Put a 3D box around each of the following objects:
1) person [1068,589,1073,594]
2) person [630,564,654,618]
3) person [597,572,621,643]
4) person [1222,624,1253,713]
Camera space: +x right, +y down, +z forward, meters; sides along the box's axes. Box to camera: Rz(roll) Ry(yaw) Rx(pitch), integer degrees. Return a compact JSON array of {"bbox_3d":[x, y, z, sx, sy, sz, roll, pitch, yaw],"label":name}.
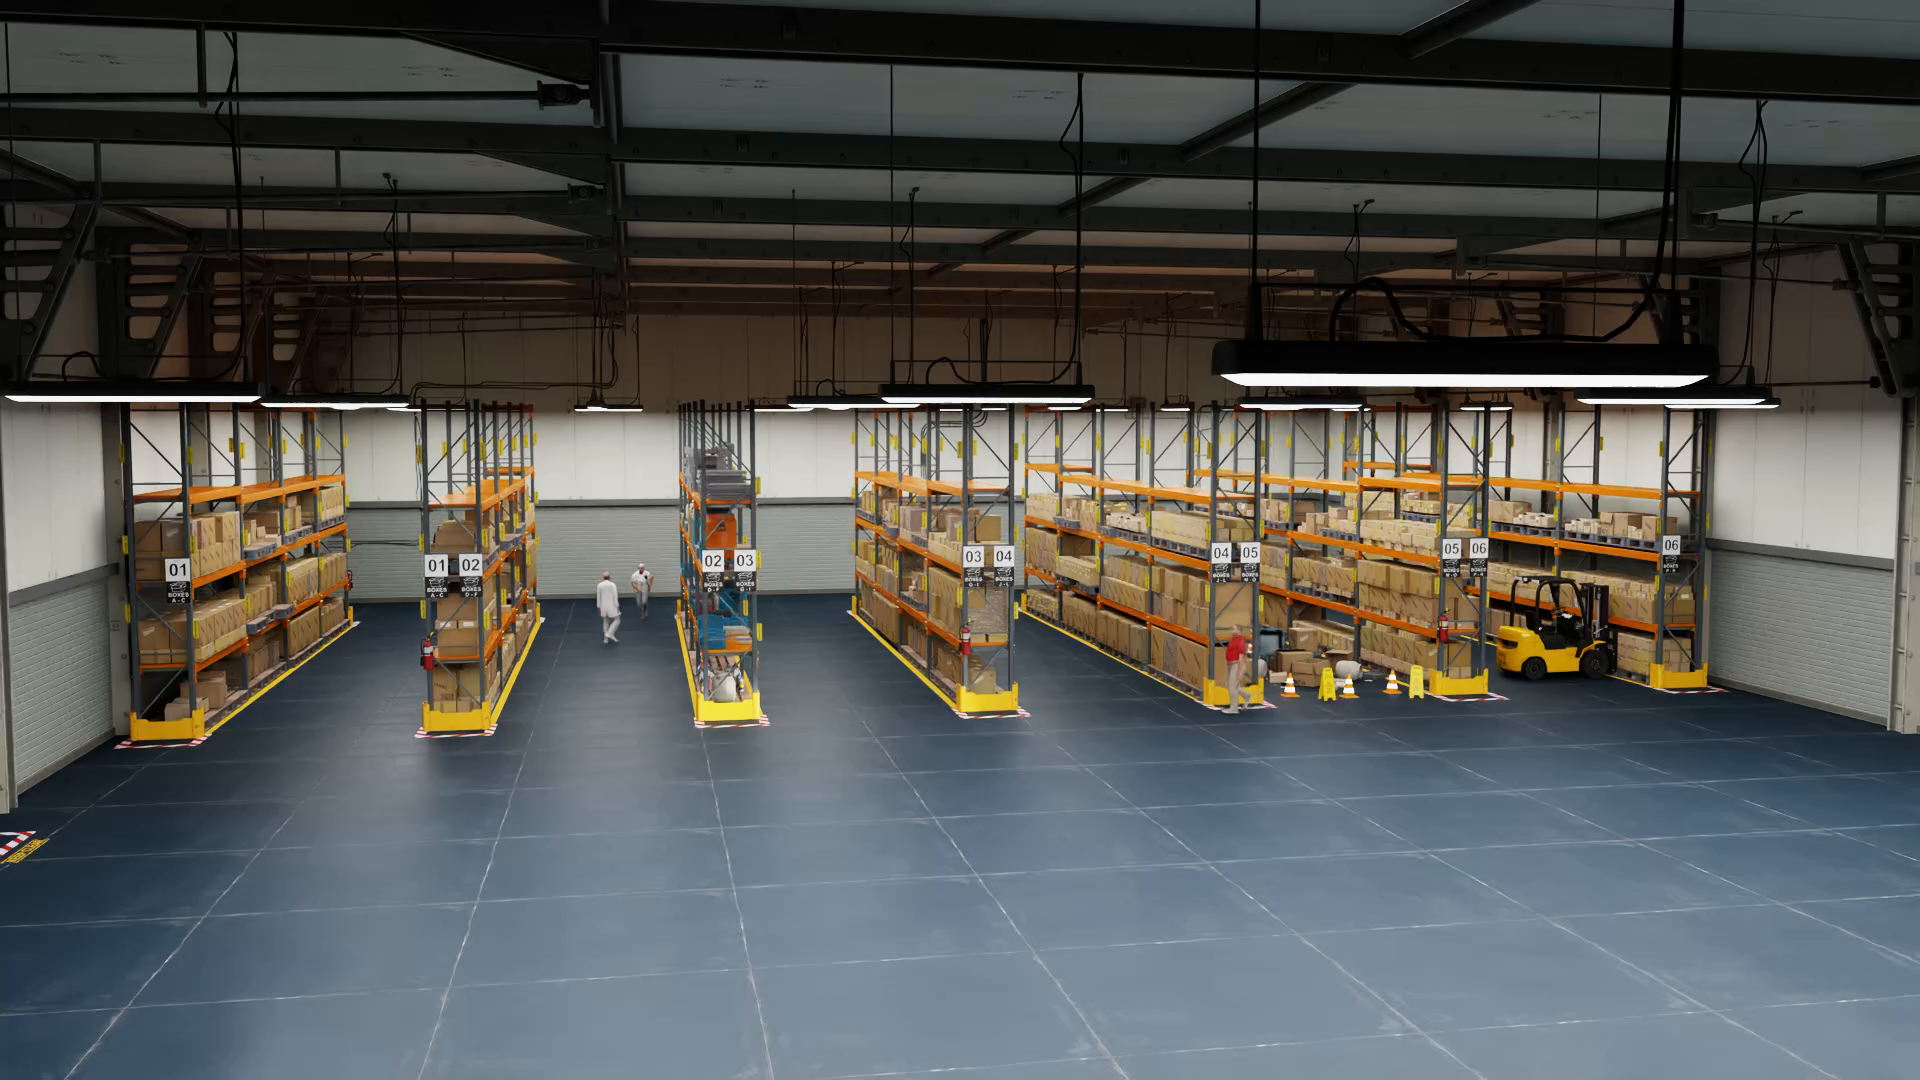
[{"bbox_3d":[3.488,1.052,50.321,1.046,1.752,0.514,-2,5,-23],"label":"person"},{"bbox_3d":[-8.888,1.427,46.529,0.599,1.577,0.751,0,4,-1],"label":"person"},{"bbox_3d":[-8.832,1.693,41.674,0.626,1.779,0.564,2,5,21],"label":"person"},{"bbox_3d":[5.330,2.447,31.827,0.688,1.703,0.549,-1,4,-12],"label":"person"}]
